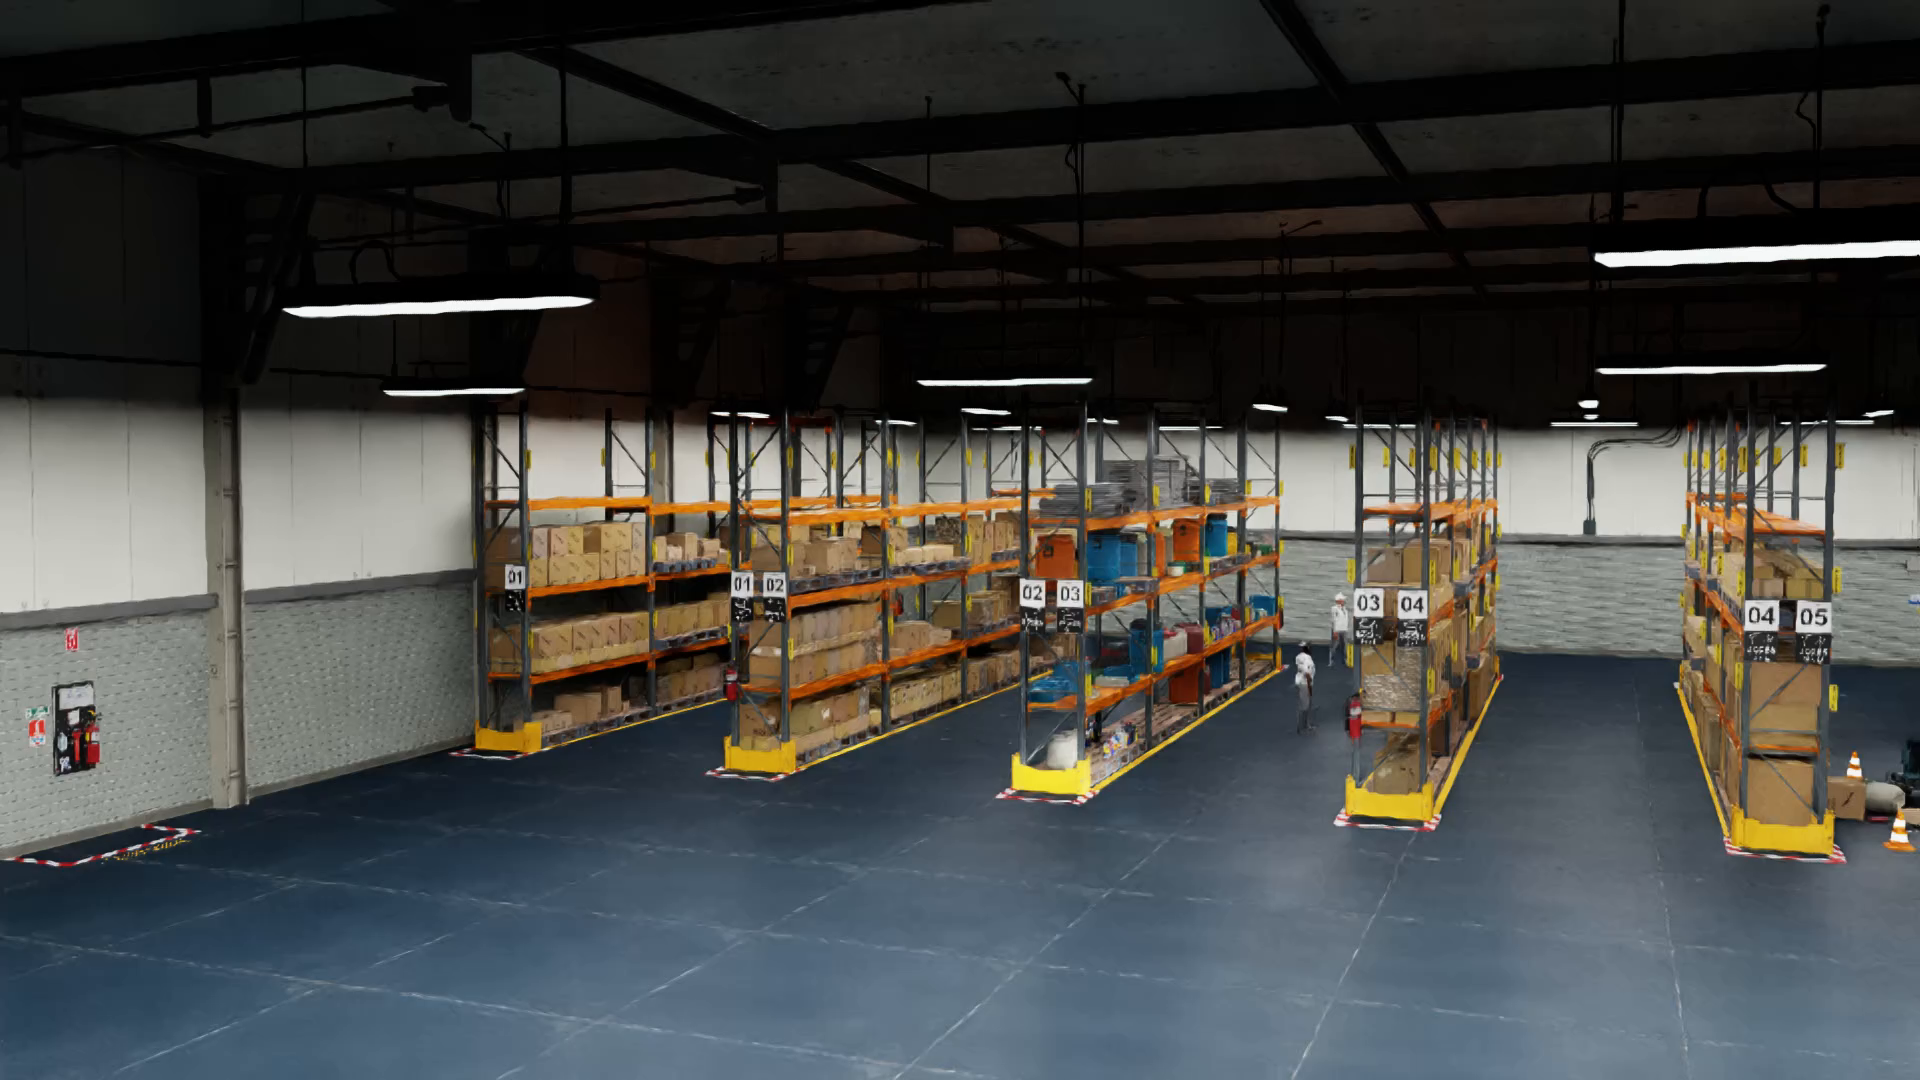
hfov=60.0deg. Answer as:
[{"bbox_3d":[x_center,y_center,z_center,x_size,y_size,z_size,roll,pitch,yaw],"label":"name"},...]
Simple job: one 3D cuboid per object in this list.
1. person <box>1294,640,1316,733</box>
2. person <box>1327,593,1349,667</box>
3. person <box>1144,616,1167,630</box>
[{"bbox_3d":[6.349,2.671,30.469,0.422,1.677,0.500,0,3,-8],"label":"person"},{"bbox_3d":[9.150,2.159,39.971,0.690,1.772,0.497,-2,4,-40],"label":"person"},{"bbox_3d":[4.497,2.327,38.611,0.625,1.611,0.575,1,3,19],"label":"person"}]
